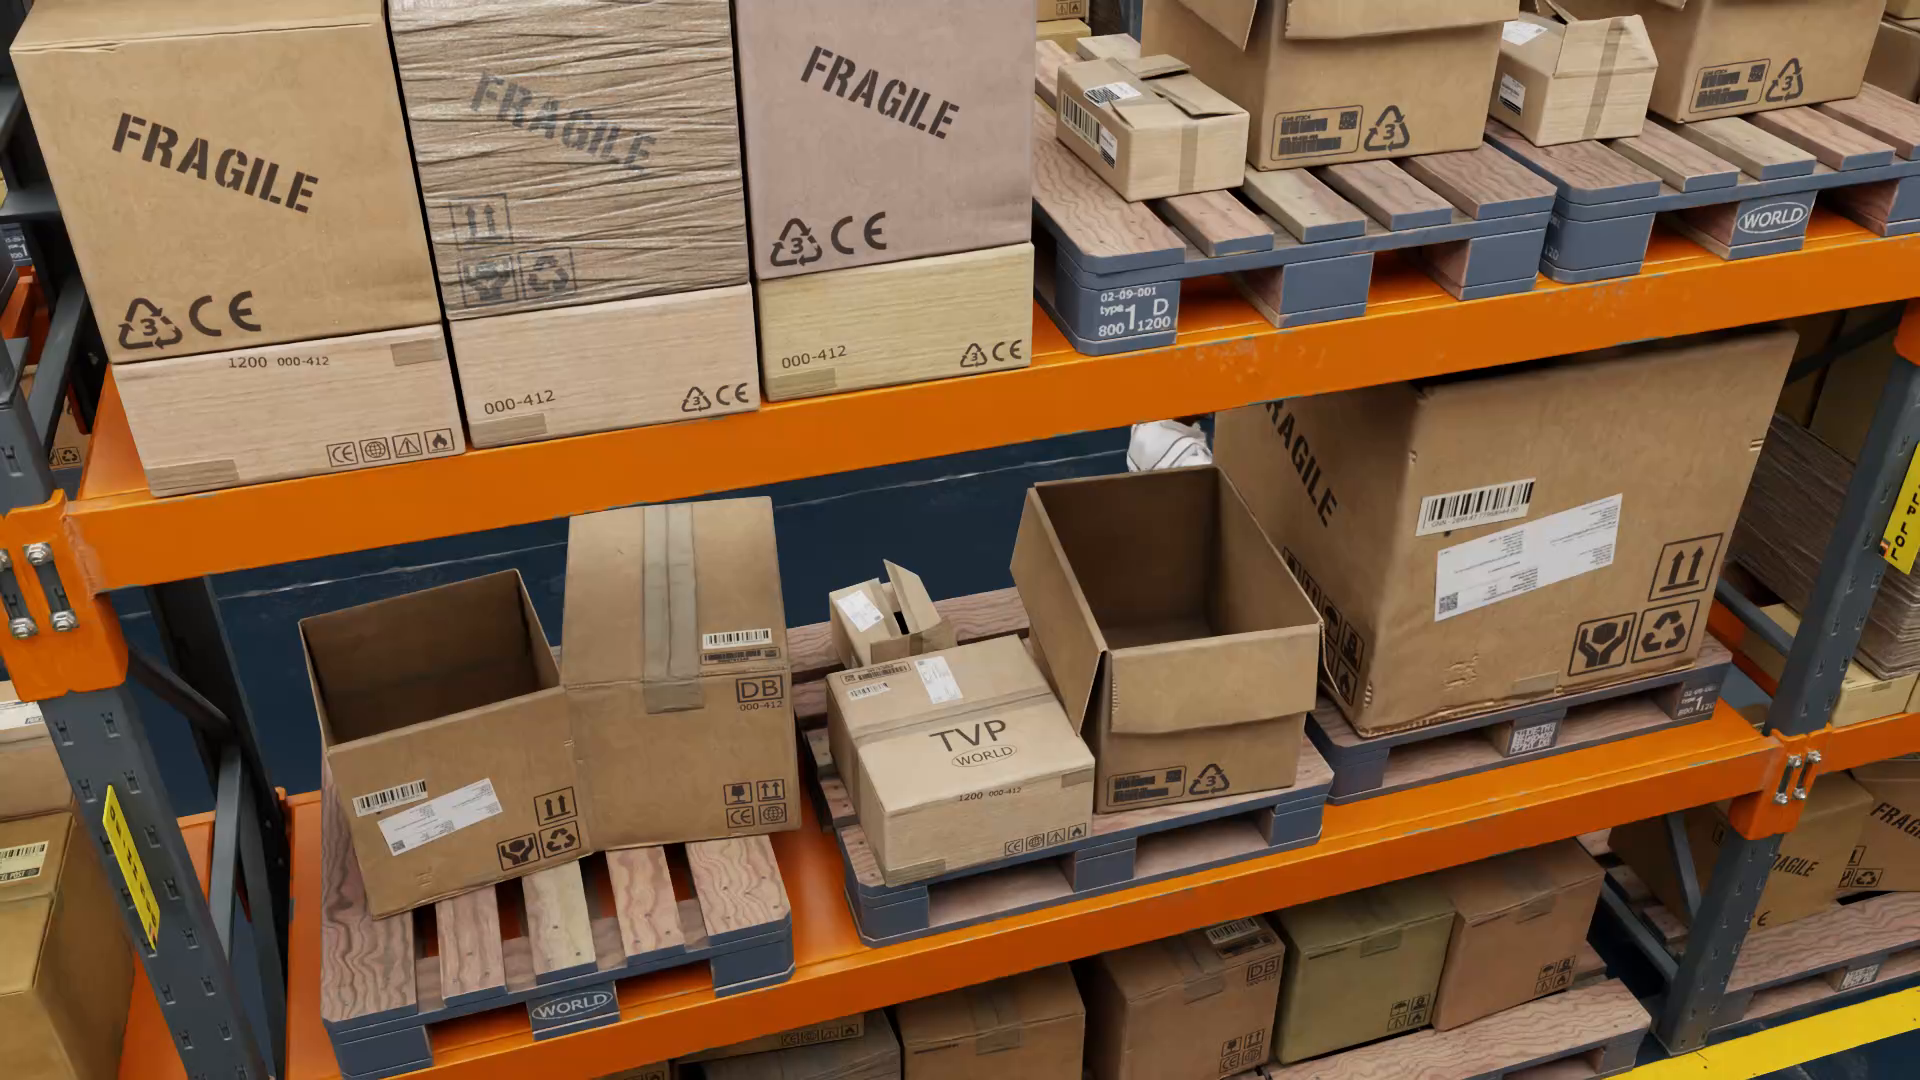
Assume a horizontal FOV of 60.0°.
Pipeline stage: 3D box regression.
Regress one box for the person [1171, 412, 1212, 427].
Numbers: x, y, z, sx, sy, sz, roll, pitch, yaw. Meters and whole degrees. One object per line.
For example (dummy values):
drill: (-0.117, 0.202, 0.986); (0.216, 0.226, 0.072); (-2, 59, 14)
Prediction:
person: (0.835, 0.063, 6.045); (0.465, 1.677, 0.399); (-11, 36, -15)
